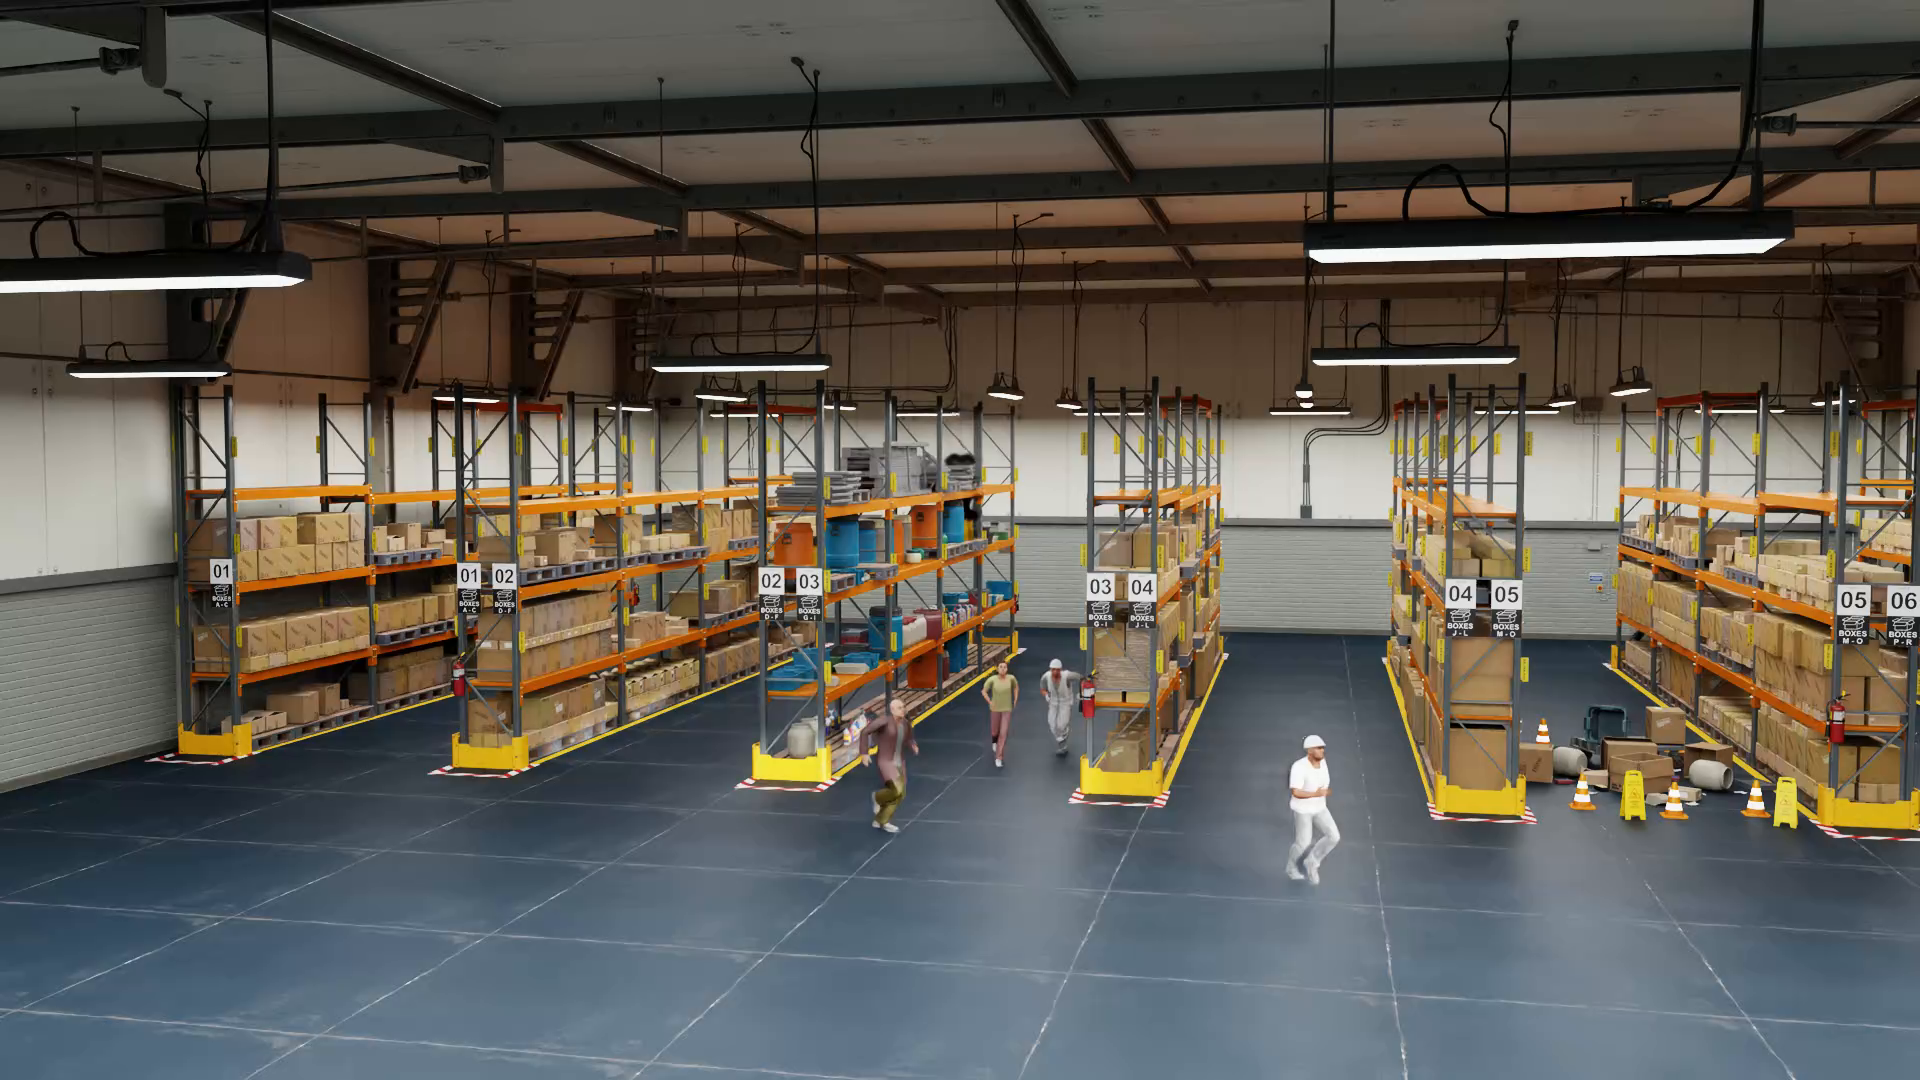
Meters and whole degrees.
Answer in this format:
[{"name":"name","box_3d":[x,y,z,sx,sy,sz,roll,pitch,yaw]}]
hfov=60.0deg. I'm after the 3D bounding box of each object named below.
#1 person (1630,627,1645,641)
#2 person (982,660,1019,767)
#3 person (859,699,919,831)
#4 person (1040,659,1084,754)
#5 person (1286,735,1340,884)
[{"name":"person","box_3d":[15.883,2.079,38.640,0.539,1.530,0.601,2,4,35]},{"name":"person","box_3d":[0.647,2.722,26.382,0.604,1.636,0.869,0,3,-6]},{"name":"person","box_3d":[-0.858,2.935,21.589,0.689,1.728,0.759,3,4,45]},{"name":"person","box_3d":[1.642,2.695,26.832,0.689,1.608,0.833,1,3,17]},{"name":"person","box_3d":[4.002,3.057,18.890,0.738,1.717,0.782,-2,4,-36]}]
